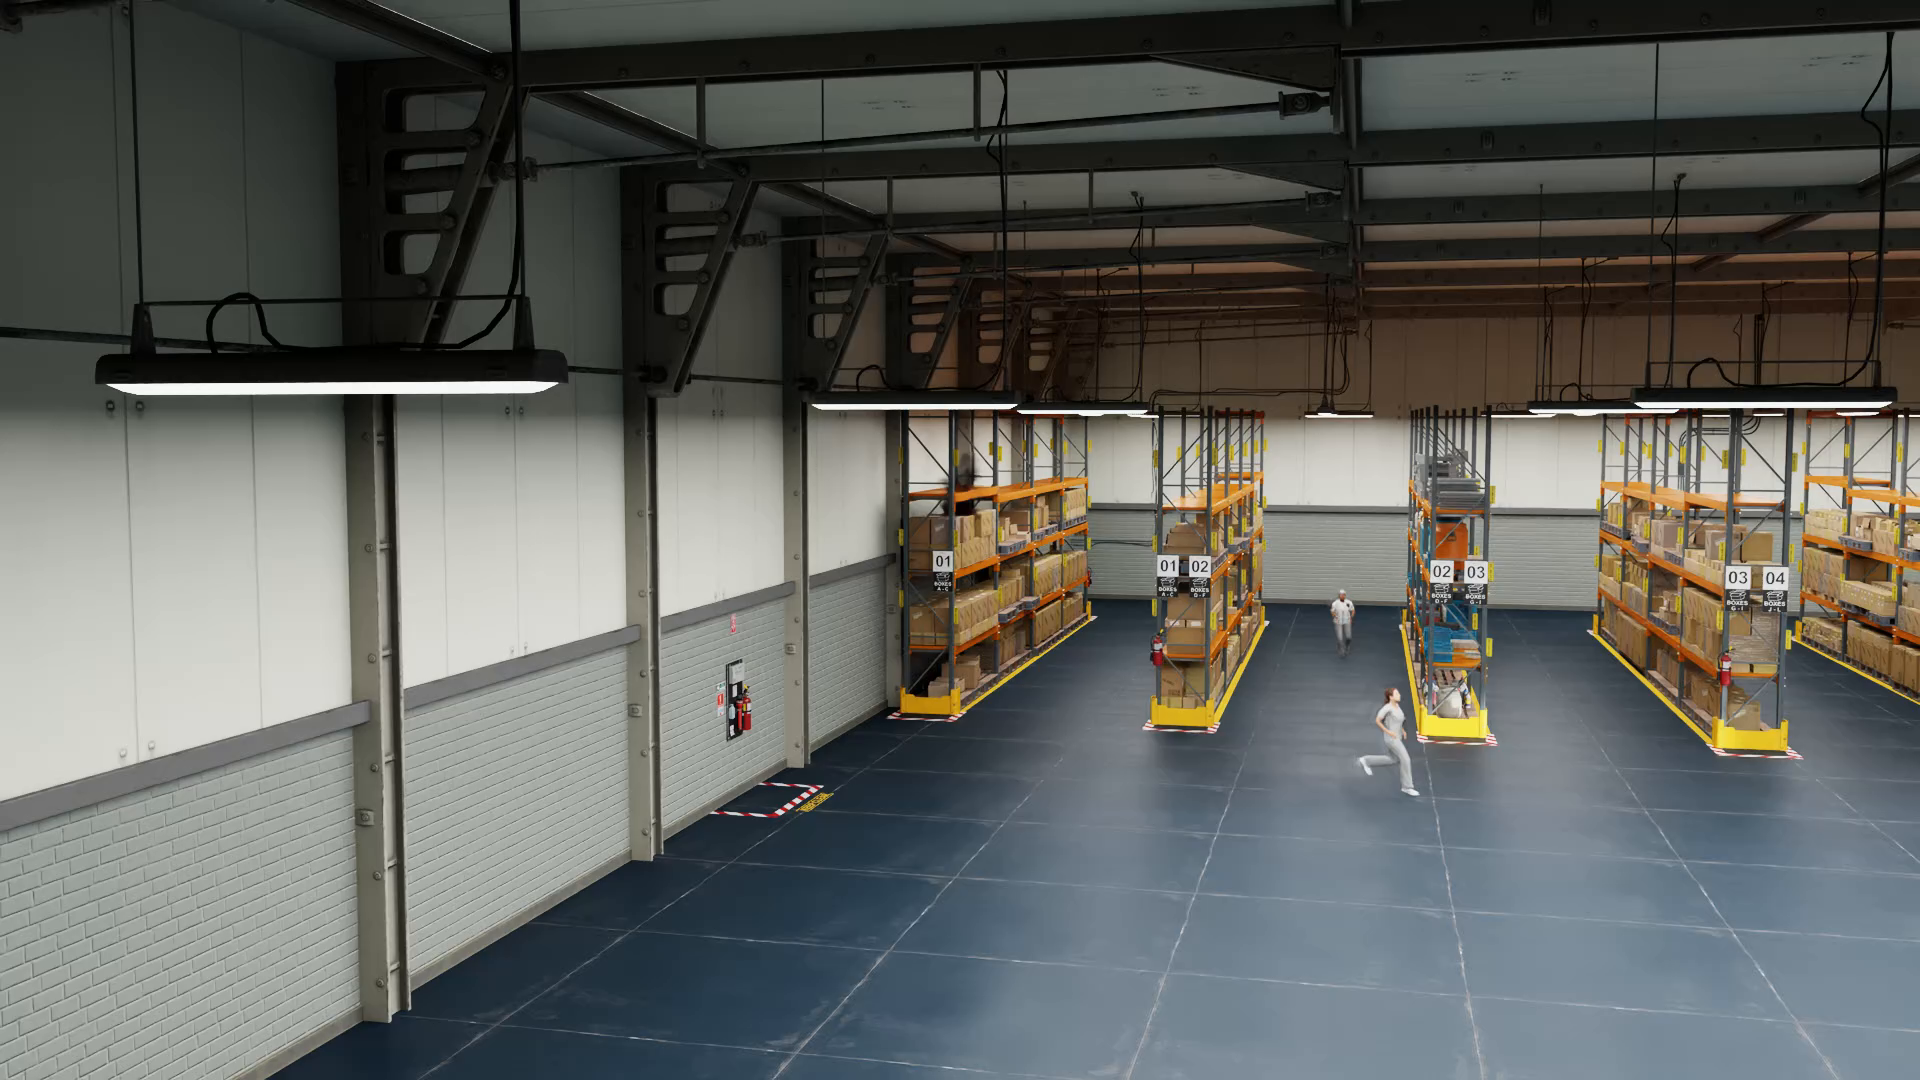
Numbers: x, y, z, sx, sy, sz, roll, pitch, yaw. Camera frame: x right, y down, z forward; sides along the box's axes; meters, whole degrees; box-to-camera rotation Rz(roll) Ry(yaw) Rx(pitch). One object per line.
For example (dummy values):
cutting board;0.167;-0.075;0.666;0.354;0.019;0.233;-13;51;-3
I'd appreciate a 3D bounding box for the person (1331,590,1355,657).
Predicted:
person;9.251;2.023;40.158;0.579;1.623;0.575;1;4;9

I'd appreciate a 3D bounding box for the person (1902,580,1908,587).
person;23.838;1.873;42.012;0.560;1.723;0.694;0;4;-1

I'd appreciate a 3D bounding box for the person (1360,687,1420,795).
person;6.670;3.085;25.669;0.906;1.652;0.550;2;5;31
